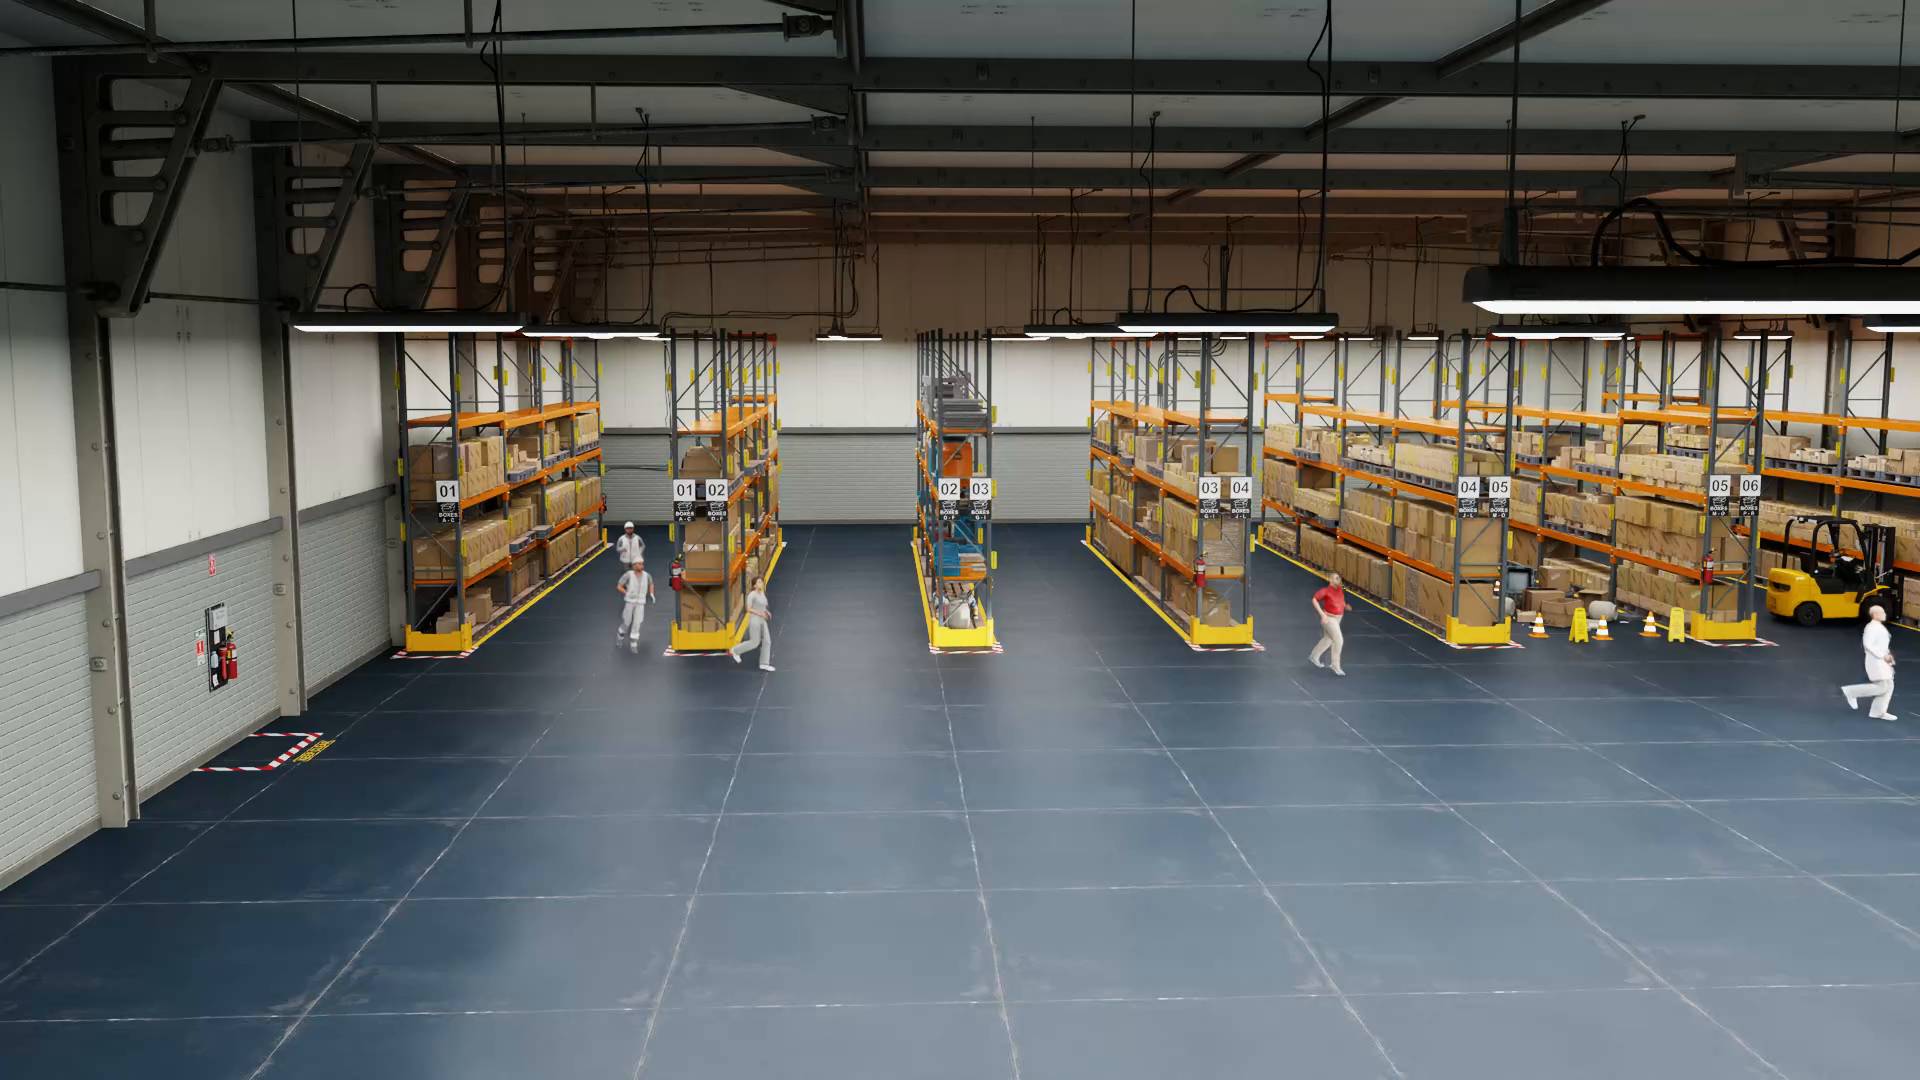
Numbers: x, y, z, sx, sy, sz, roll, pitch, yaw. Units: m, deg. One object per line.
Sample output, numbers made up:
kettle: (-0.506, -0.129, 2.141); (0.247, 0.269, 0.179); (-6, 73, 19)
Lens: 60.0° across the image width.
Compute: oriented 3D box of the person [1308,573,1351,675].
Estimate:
person: (6.480, 1.452, 29.110); (0.764, 1.799, 0.647); (5, 9, 39)

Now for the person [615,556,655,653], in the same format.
person: (-6.006, 1.184, 30.946); (0.720, 1.763, 0.915); (-3, 8, -27)

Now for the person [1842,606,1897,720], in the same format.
person: (13.984, 1.871, 25.480); (0.756, 1.743, 0.711); (4, 8, 33)

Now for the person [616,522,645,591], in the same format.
person: (-7.322, 0.497, 37.009); (0.640, 1.789, 0.654); (-1, 7, -12)

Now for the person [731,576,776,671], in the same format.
person: (-3.622, 1.462, 29.367); (0.838, 1.665, 0.577); (3, 7, 26)
